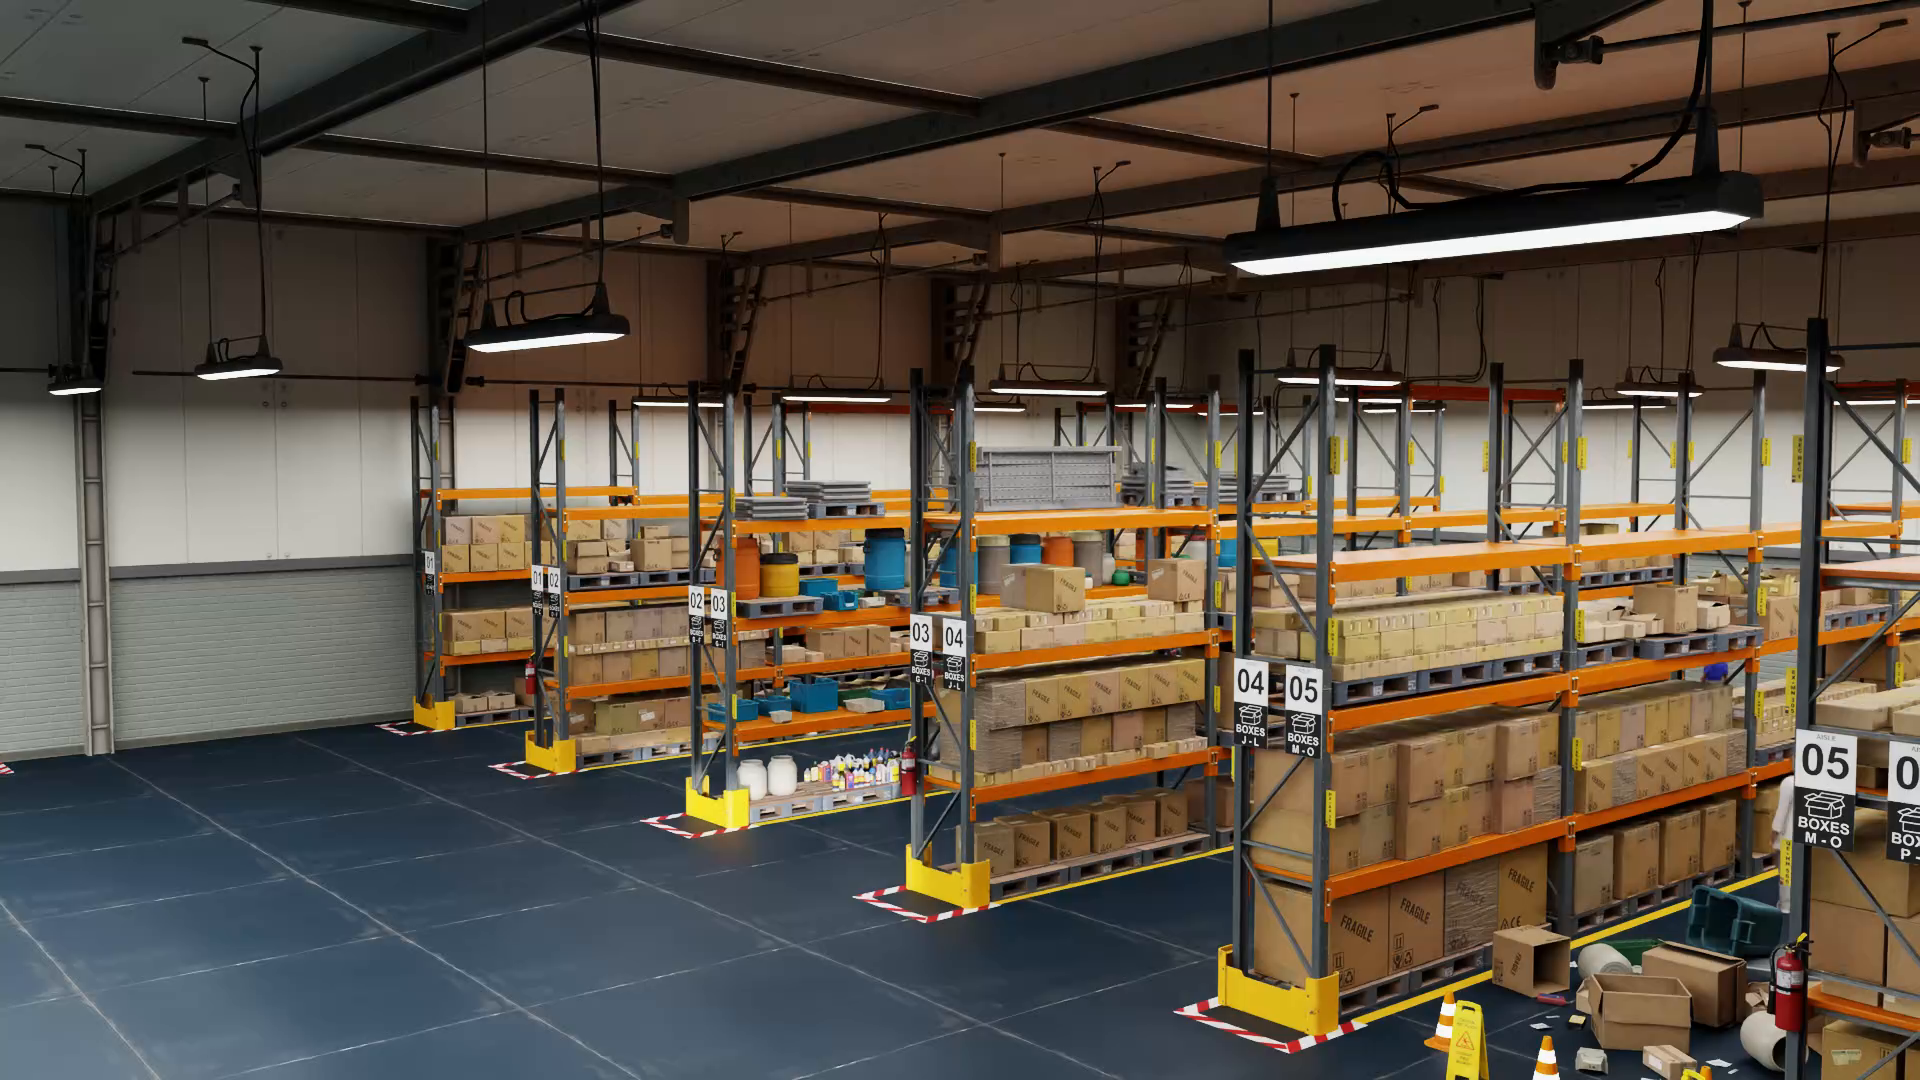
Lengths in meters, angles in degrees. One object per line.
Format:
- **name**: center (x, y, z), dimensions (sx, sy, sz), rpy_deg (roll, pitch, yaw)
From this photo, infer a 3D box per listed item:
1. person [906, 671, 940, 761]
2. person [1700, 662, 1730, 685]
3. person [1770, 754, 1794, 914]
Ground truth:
- **person**: center (-0.600, 2.698, 26.679), dimensions (0.654, 1.792, 0.457), rpy_deg (-2, 4, -34)
- **person**: center (13.300, 2.634, 29.353), dimensions (0.531, 1.590, 1.045), rpy_deg (0, 3, 0)
- **person**: center (9.253, 3.195, 18.410), dimensions (0.602, 1.770, 0.629), rpy_deg (0, 3, 8)
